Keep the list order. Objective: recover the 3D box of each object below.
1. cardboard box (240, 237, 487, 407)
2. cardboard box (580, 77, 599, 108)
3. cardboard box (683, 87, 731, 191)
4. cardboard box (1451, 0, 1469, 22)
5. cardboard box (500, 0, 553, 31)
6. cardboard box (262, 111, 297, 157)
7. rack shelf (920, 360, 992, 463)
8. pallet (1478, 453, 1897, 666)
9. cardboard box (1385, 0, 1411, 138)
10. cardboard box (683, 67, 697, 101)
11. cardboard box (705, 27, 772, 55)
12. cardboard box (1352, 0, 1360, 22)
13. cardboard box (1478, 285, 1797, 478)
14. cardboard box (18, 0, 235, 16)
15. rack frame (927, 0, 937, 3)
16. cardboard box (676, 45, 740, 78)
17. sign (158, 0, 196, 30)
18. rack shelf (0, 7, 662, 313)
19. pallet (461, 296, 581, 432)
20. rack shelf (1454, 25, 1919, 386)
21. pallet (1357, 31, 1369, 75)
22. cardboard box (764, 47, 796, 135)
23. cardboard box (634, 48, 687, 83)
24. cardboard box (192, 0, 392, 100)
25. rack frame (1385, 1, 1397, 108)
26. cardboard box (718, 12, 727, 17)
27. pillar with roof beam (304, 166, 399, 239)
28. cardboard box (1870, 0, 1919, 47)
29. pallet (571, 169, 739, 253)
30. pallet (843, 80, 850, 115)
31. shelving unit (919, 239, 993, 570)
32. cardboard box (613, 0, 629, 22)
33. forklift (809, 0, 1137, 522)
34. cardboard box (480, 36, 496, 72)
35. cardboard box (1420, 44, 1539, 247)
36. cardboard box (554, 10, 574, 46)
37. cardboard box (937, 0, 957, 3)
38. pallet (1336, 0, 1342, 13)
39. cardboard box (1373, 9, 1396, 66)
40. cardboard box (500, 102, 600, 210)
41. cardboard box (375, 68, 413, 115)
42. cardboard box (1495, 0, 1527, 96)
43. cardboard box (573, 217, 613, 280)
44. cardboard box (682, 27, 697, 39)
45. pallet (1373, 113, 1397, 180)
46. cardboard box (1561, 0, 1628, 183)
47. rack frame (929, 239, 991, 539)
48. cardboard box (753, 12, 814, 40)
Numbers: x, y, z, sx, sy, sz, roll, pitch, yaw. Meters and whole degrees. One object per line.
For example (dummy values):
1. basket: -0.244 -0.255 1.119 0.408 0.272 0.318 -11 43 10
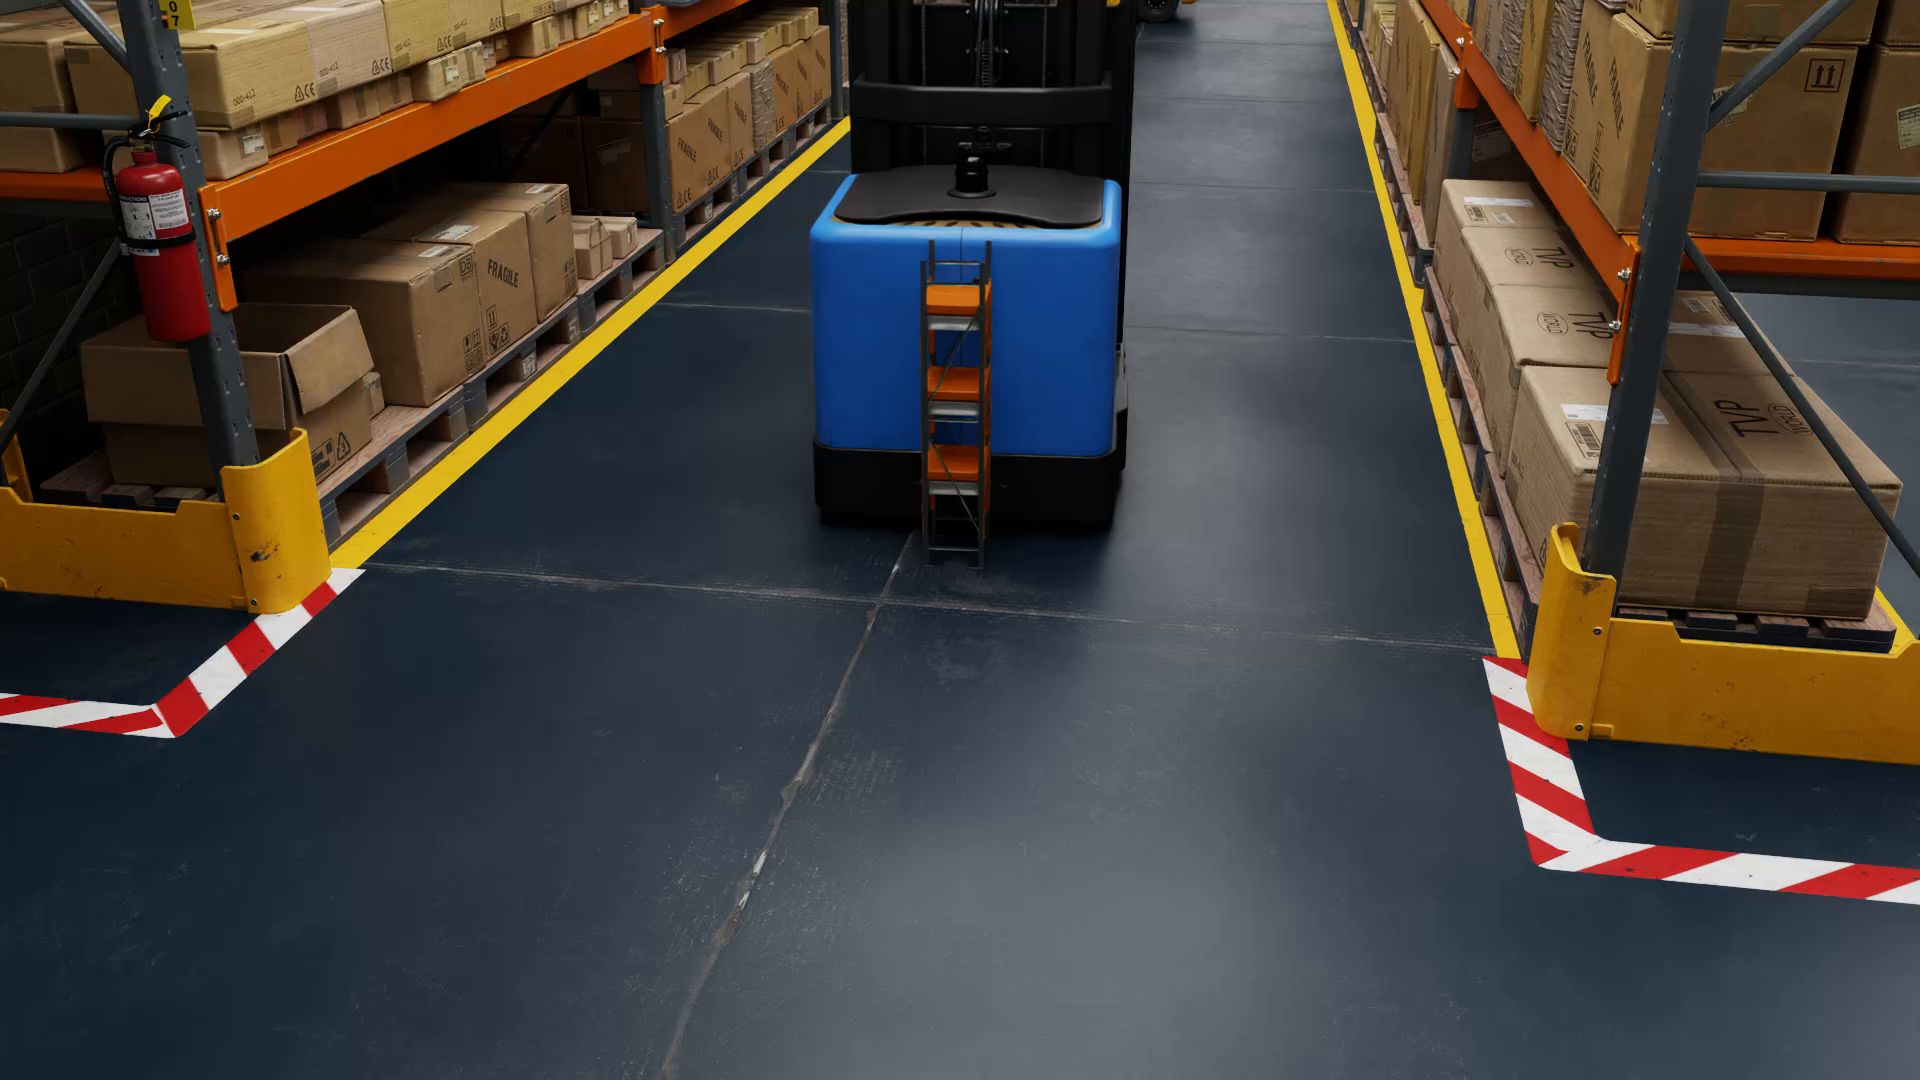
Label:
1. cardboard box: -2.315 -0.862 6.505 0.700 0.500 0.500 5 26 11
2. cardboard box: -2.220 -2.509 9.259 0.380 0.149 0.250 4 25 9
3. cardboard box: -1.655 -2.340 9.665 0.500 0.500 0.500 4 25 8
4. cardboard box: 2.689 -2.667 8.087 0.500 0.250 0.500 3 25 7
5. cardboard box: -2.038 -2.291 6.932 0.500 0.250 0.500 4 25 8
6. cardboard box: -2.367 -1.314 5.314 0.380 0.149 0.250 5 25 10
7. rack shelf: -0.011 -0.422 5.439 0.215 0.259 0.240 2 25 5
8. pallet: 2.264 0.066 5.360 1.003 0.211 1.213 4 25 9
9. cardboard box: 3.323 -3.148 10.947 0.875 0.875 0.875 4 25 8
10. cardboard box: -1.712 -2.585 9.423 0.380 0.149 0.250 3 25 6
11. cardboard box: -1.439 -3.238 10.817 0.380 0.149 0.250 4 25 8
12. cardboard box: 4.003 -5.087 15.827 0.500 0.250 0.500 5 26 11
13. cardboard box: 2.361 -0.553 5.920 0.875 0.438 0.875 5 25 10
14. cardboard box: -2.788 -1.693 5.654 0.500 0.250 0.500 4 25 9
15. rack frame: -0.726 -6.218 15.496 1.000 3.000 0.127 4 25 9
16. cardboard box: -1.561 -2.906 10.109 0.380 0.149 0.250 5 26 10
17. sign: -2.152 -1.554 4.510 0.100 0.325 0.005 4 25 9
18. rack shelf: -2.360 -1.710 6.714 1.077 0.370 4.000 4 25 9
19. pallet: -2.343 -0.810 7.233 1.003 0.211 1.213 4 25 9
20. rack shelf: 2.537 -1.368 5.982 1.077 0.370 4.000 4 25 9
21. pallet: 4.046 -4.287 14.660 1.003 0.211 1.213 4 25 9
22. cardboard box: -1.412 -2.984 11.040 0.500 0.500 0.500 5 26 11
23. cardboard box: -1.717 -2.602 9.109 0.380 0.149 0.250 3 25 6
24. cardboard box: -2.265 -1.648 5.559 0.500 0.250 0.500 4 25 9
25. rack frame: 3.518 -4.203 11.191 1.000 3.000 0.127 4 25 9
26. cardboard box: -1.842 -3.591 11.572 0.380 0.149 0.250 5 26 10
27. pillar with roof beam: 1.211 -5.062 5.950 9.100 9.000 0.400 4 25 9
28. cardboard box: 2.570 -1.536 4.196 0.500 0.500 0.500 3 25 7
29. pallet: -1.938 -1.952 9.672 1.003 0.211 1.213 4 25 9
30. pallet: -1.206 -3.624 13.243 1.003 0.211 1.213 4 25 9
31. shelving unit: -0.011 -0.432 5.434 0.215 1.050 0.252 2 25 5
32. cardboard box: -1.836 -2.608 8.079 0.380 0.149 0.250 4 25 9
33. forklift: 0.143 -1.978 6.519 1.130 2.935 3.031 2 25 5
34. cardboard box: -2.106 -1.964 6.703 0.380 0.149 0.250 4 25 8
35. cardboard box: 2.887 -2.023 8.544 0.875 0.875 0.875 5 26 10
36. cardboard box: -1.946 -2.279 7.377 0.380 0.149 0.250 5 25 10
37. cardboard box: -0.320 -5.342 16.373 0.500 0.250 0.500 4 25 9
38. pallet: 4.645 -5.917 18.141 1.003 0.211 1.213 4 25 9
39. cardboard box: 3.862 -4.065 13.499 0.950 0.372 0.625 5 26 10
40. cardboard box: -2.245 -2.156 9.271 0.500 0.500 0.500 4 25 8
41. cardboard box: -2.218 -1.639 6.009 0.380 0.149 0.250 4 25 9
42. cardboard box: 2.355 -1.979 6.323 0.500 0.500 0.500 4 25 9
43. cardboard box: -1.893 -1.422 7.978 0.396 0.266 0.258 5 26 10
44. cardboard box: -1.935 -3.262 10.869 0.380 0.149 0.250 3 25 7
45. pallet: 3.315 -2.615 11.089 1.003 0.211 1.213 4 25 9
46. cardboard box: 2.125 -1.331 4.938 0.500 0.500 0.500 3 25 7
47. rack frame: 0.000 -0.483 5.544 0.200 1.050 0.008 2 25 5
48. cardboard box: -1.224 -3.557 11.498 0.380 0.149 0.250 3 25 6
